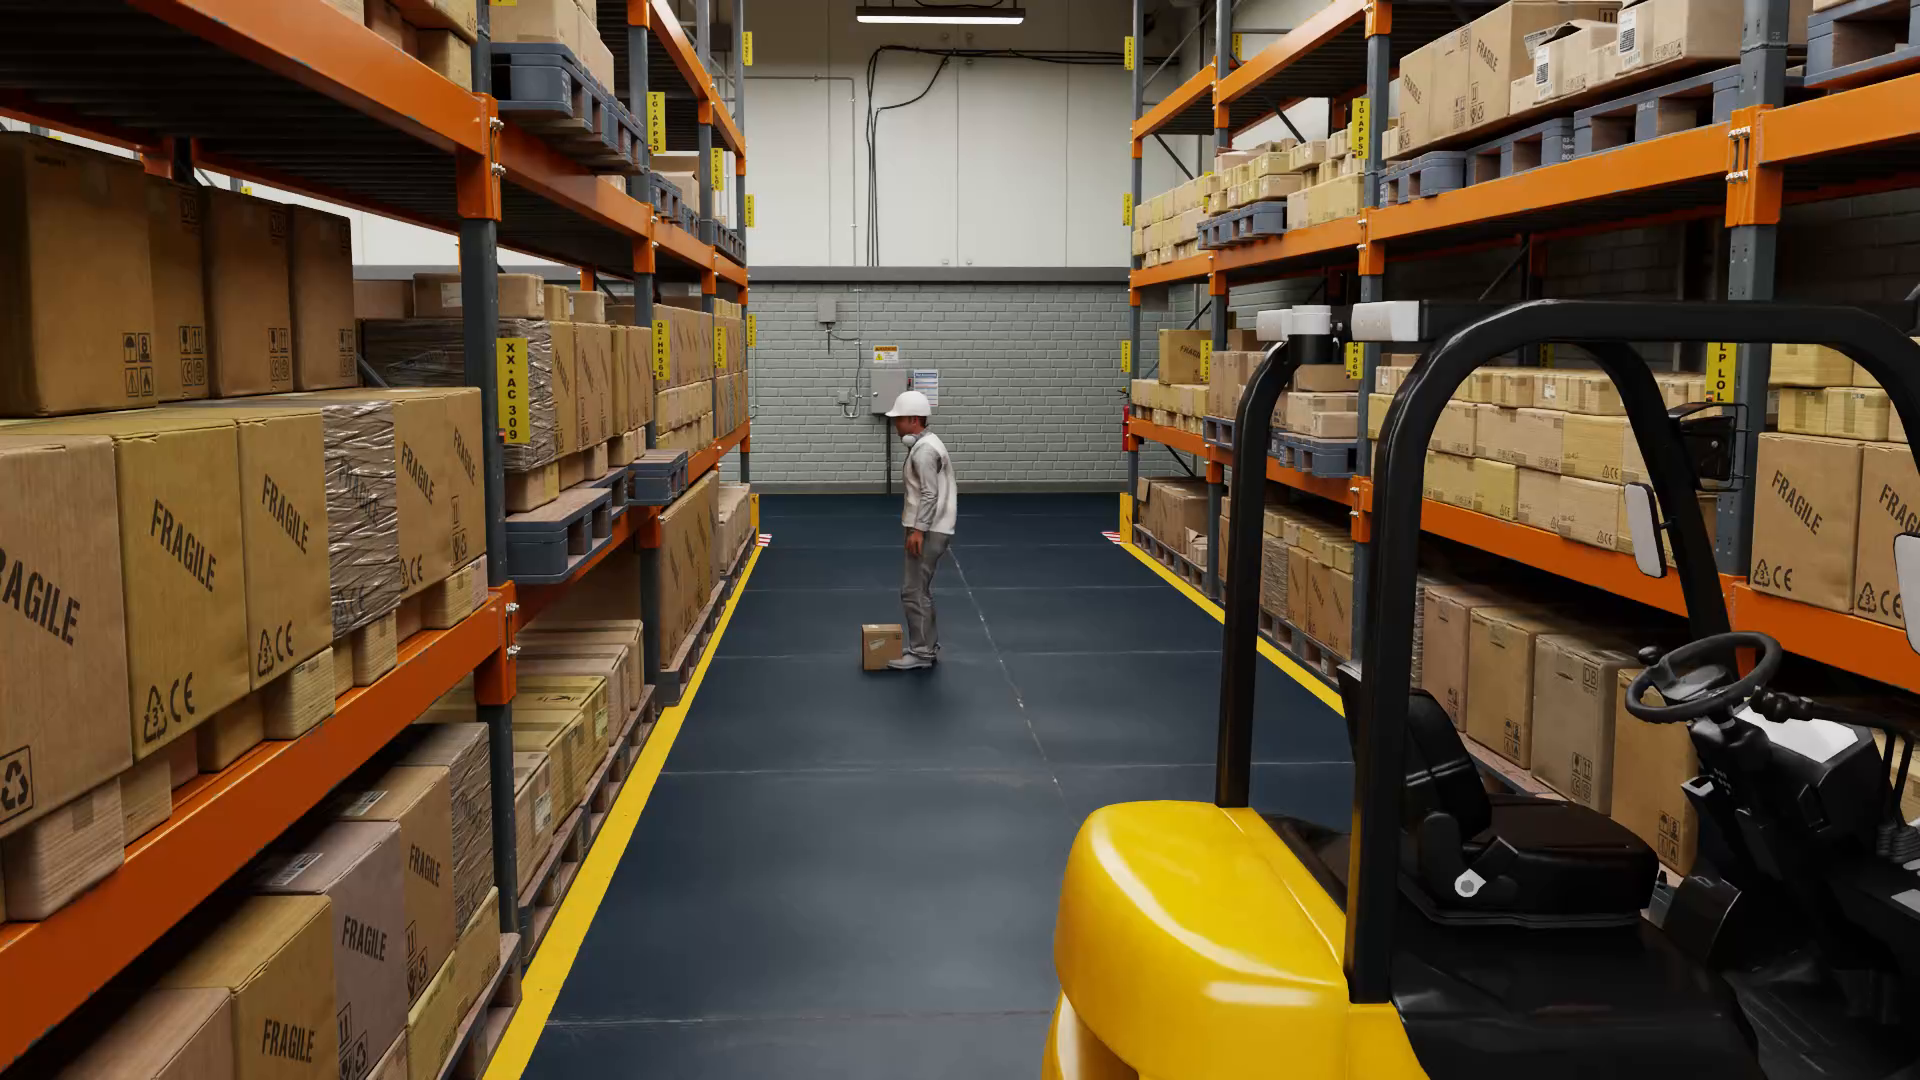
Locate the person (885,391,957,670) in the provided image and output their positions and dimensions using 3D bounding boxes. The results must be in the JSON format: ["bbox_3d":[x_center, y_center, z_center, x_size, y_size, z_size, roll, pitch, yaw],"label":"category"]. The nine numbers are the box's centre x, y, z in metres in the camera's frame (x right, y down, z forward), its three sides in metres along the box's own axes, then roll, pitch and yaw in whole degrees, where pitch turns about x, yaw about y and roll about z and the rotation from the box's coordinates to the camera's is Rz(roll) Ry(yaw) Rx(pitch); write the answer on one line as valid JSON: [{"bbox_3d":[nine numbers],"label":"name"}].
[{"bbox_3d":[-0.247,-0.068,10.698,0.461,1.772,0.580,0,7,-4],"label":"person"}]
